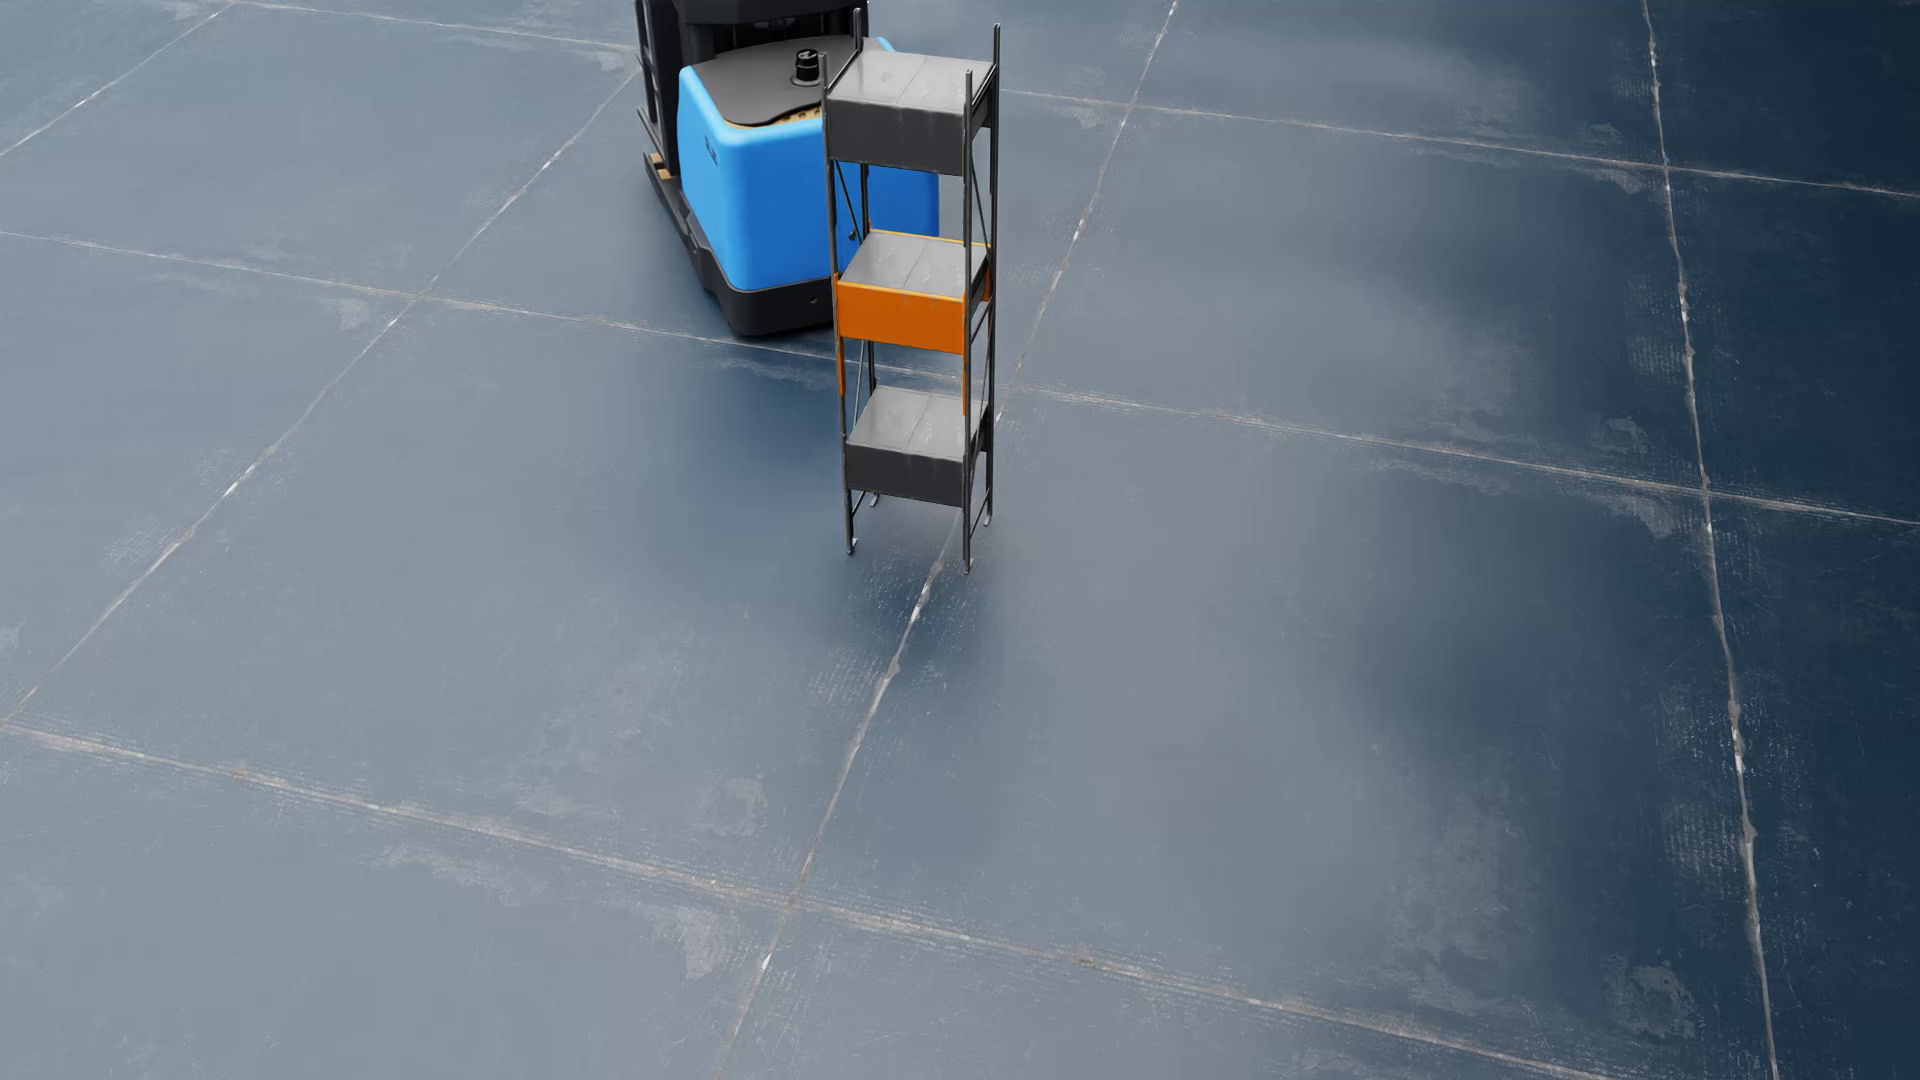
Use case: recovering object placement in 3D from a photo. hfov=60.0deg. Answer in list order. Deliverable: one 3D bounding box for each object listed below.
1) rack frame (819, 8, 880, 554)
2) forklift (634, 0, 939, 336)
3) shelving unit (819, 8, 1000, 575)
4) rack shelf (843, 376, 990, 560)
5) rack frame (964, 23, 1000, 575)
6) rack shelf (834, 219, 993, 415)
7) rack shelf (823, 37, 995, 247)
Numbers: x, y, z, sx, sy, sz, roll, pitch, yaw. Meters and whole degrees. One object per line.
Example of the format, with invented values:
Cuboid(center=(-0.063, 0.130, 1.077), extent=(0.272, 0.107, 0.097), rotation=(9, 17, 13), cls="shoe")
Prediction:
Cuboid(center=(-0.396, -0.872, 6.156), extent=(0.015, 2.100, 0.400), rotation=(10, 41, 11), cls="rack frame")
Cuboid(center=(-1.073, -3.031, 8.080), extent=(1.130, 2.935, 3.031), rotation=(-14, 42, -16), cls="forklift")
Cuboid(center=(-0.160, -0.832, 6.107), extent=(0.503, 2.100, 0.431), rotation=(10, 41, 11), cls="shelving unit")
Cuboid(center=(-0.160, -0.285, 6.566), extent=(0.480, 0.518, 0.431), rotation=(10, 41, 11), cls="rack shelf")
Cuboid(center=(0.076, -0.791, 6.059), extent=(0.015, 2.100, 0.400), rotation=(10, 41, 11), cls="rack frame")
Cuboid(center=(-0.160, -0.821, 6.116), extent=(0.480, 0.518, 0.431), rotation=(10, 41, 11), cls="rack shelf")
Cuboid(center=(-0.160, -1.357, 5.666), extent=(0.480, 0.518, 0.431), rotation=(10, 41, 11), cls="rack shelf")
